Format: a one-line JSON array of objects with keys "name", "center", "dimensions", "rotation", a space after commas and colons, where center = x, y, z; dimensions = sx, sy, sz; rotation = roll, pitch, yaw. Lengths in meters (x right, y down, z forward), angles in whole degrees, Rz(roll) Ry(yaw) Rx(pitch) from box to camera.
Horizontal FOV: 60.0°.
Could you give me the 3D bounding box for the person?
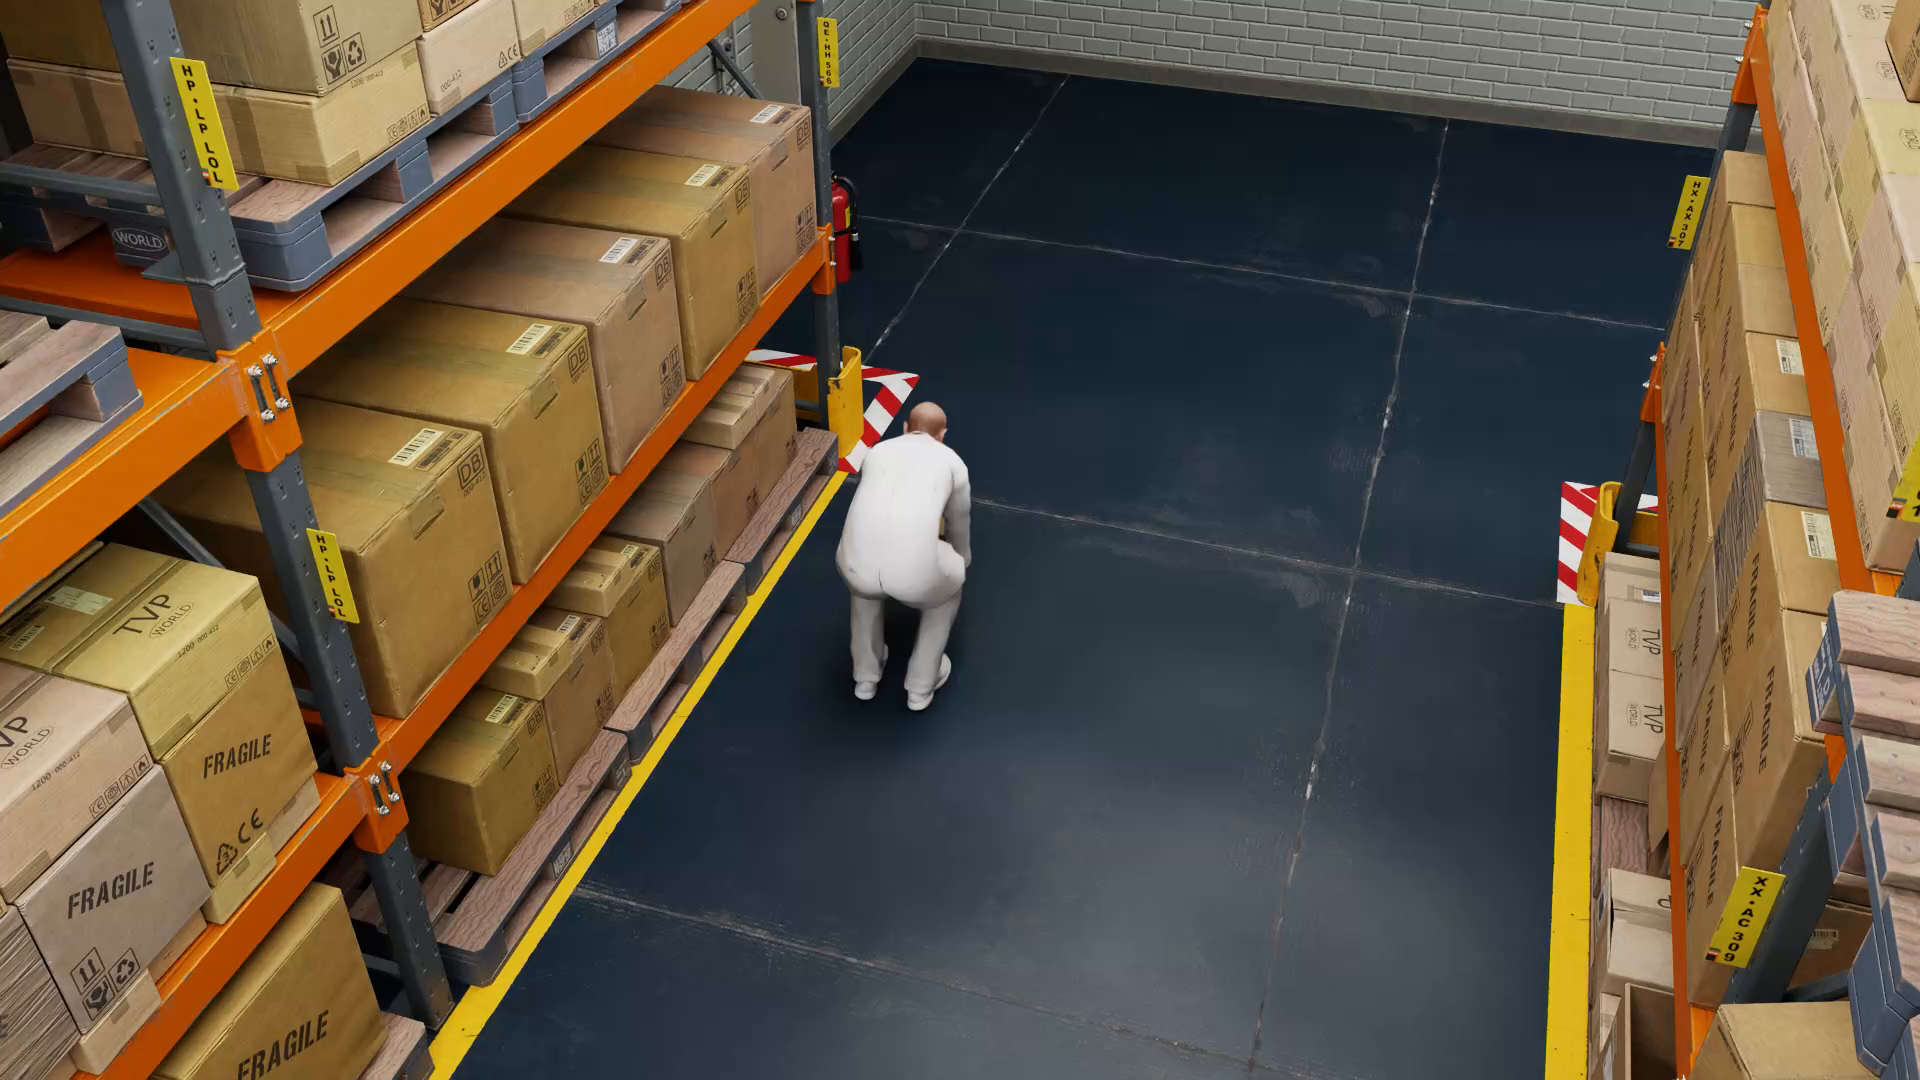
[{"name": "person", "center": [-0.221, 0.080, 7.337], "dimensions": [0.586, 1.136, 0.938], "rotation": [9, 37, 11]}]
